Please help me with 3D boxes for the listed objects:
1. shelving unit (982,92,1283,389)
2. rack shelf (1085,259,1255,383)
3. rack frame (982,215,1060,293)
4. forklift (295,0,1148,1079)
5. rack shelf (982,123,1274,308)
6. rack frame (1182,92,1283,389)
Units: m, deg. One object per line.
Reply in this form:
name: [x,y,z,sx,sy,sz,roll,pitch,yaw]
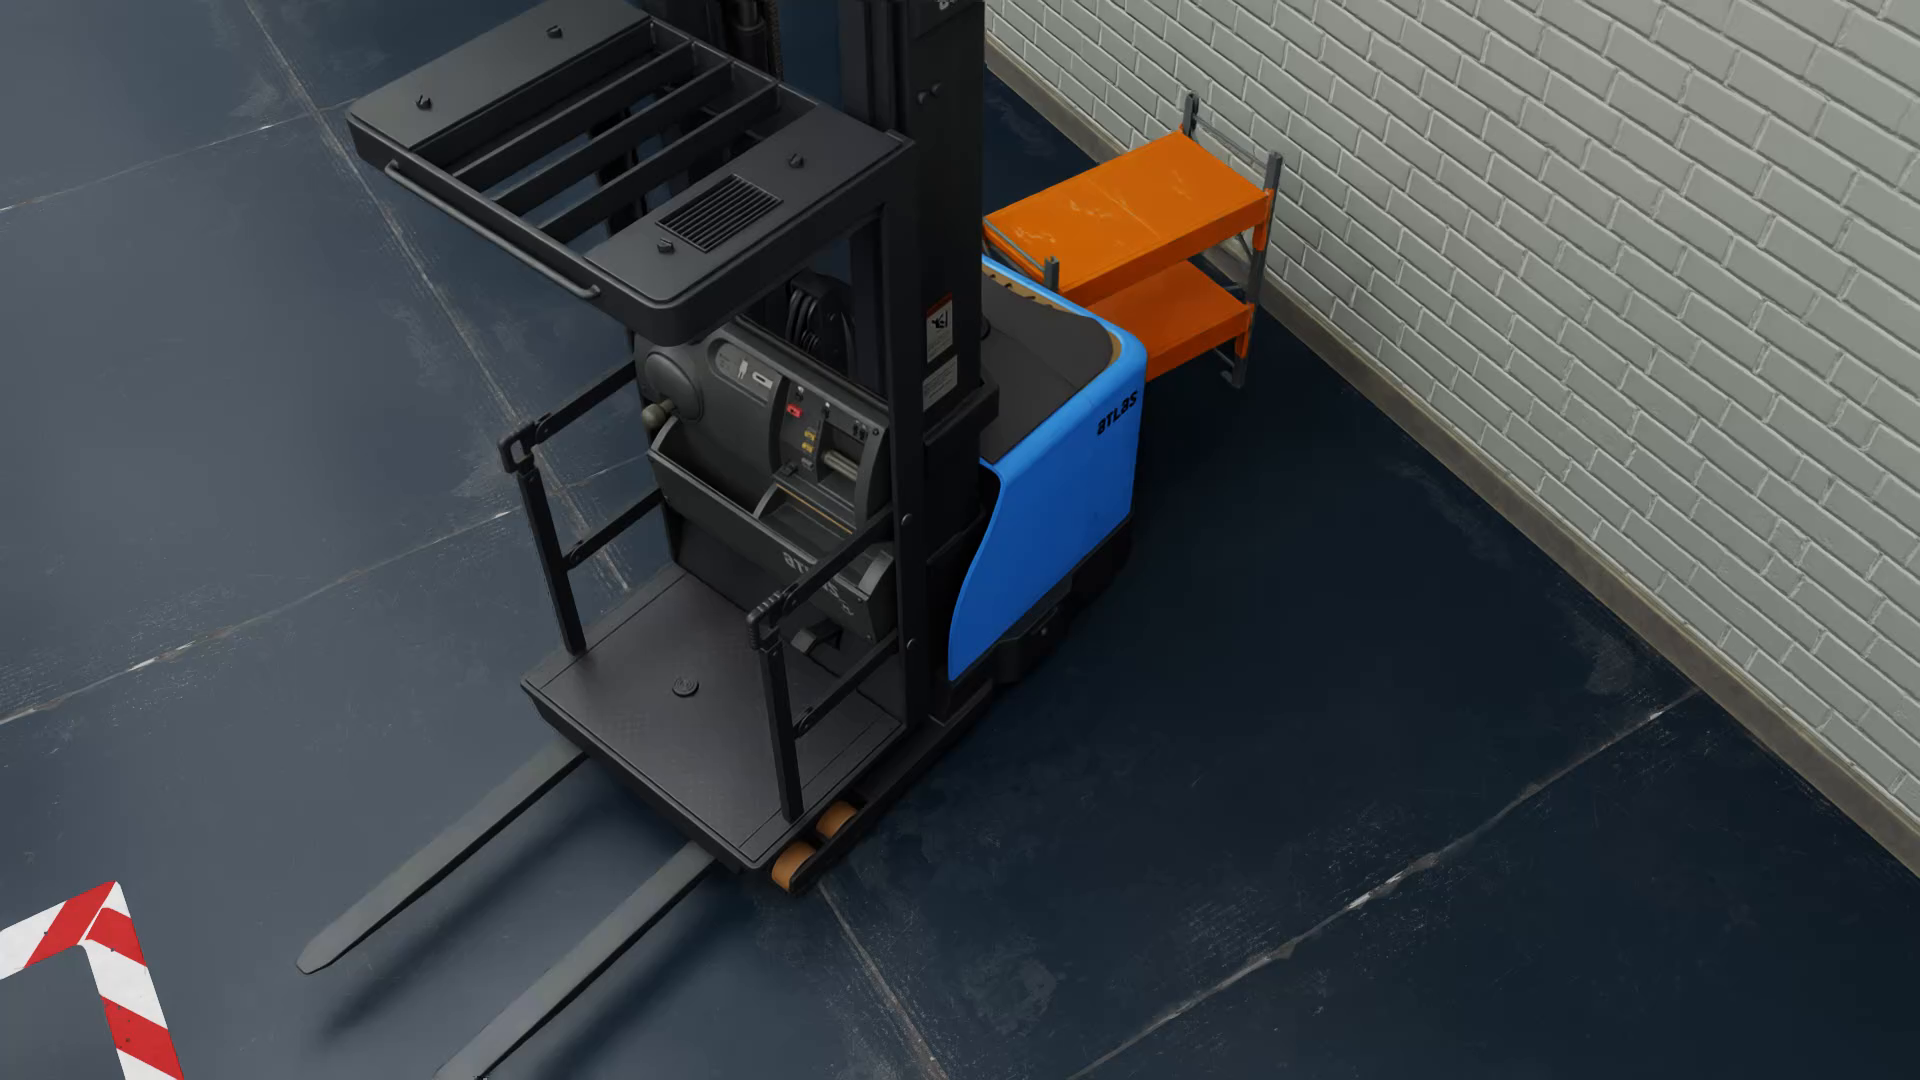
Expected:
shelving unit: [0.591,-0.929,6.324,1.048,1.125,0.538,-28,54,-23]
rack shelf: [0.591,-0.766,6.507,1.000,0.278,0.538,-28,54,-23]
rack frame: [0.177,-0.708,6.127,0.032,1.125,0.500,-28,54,-23]
forklift: [-0.710,-0.293,4.548,1.130,2.935,3.031,32,56,25]
rack shelf: [0.591,-1.124,6.106,1.000,0.278,0.538,-28,54,-23]
rack frame: [1.004,-1.150,6.521,0.032,1.125,0.500,-28,54,-23]
